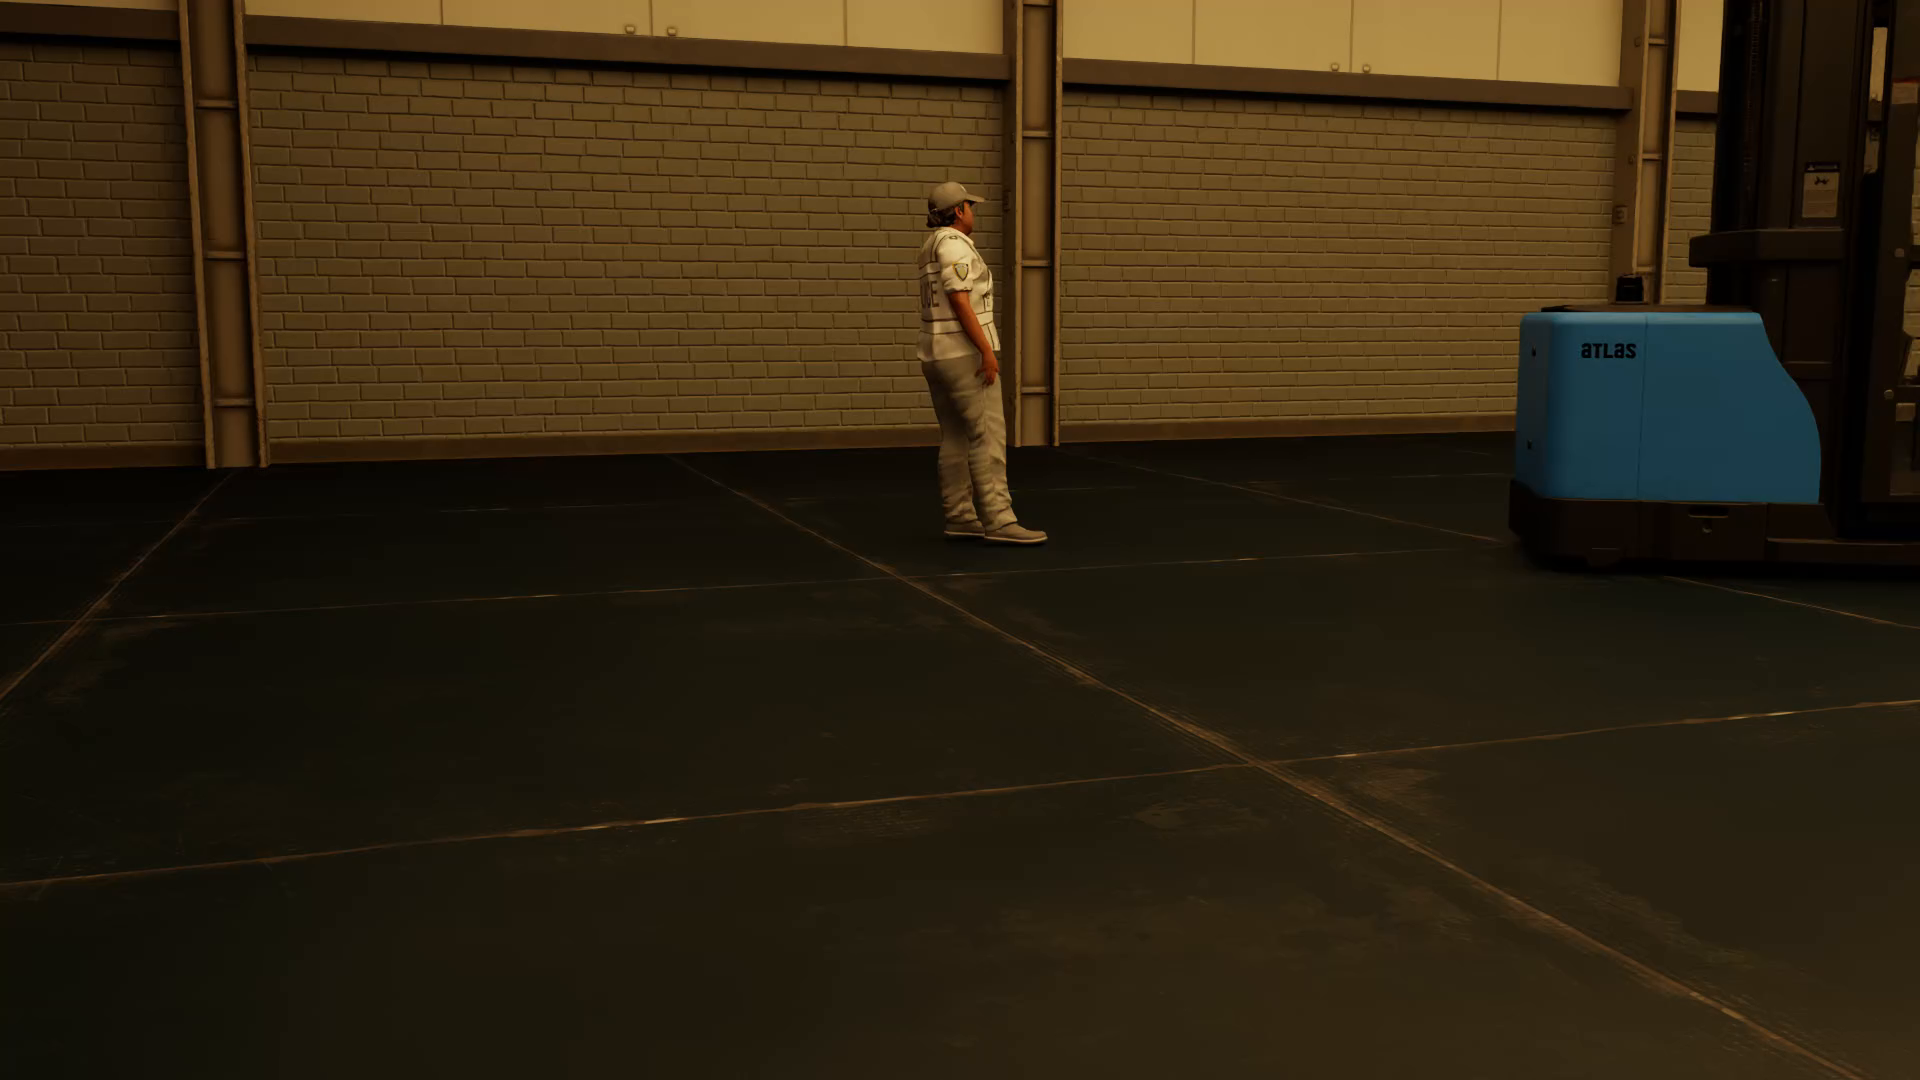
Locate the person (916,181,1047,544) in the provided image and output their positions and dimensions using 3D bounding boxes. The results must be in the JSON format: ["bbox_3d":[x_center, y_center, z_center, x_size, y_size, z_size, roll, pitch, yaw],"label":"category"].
[{"bbox_3d":[0.080,-0.834,7.813,0.529,1.670,0.598,-3,8,-18],"label":"person"}]

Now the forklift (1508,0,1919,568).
[{"bbox_3d":[3.993,-1.347,6.950,3.031,2.935,1.130,1,8,10],"label":"forklift"}]
